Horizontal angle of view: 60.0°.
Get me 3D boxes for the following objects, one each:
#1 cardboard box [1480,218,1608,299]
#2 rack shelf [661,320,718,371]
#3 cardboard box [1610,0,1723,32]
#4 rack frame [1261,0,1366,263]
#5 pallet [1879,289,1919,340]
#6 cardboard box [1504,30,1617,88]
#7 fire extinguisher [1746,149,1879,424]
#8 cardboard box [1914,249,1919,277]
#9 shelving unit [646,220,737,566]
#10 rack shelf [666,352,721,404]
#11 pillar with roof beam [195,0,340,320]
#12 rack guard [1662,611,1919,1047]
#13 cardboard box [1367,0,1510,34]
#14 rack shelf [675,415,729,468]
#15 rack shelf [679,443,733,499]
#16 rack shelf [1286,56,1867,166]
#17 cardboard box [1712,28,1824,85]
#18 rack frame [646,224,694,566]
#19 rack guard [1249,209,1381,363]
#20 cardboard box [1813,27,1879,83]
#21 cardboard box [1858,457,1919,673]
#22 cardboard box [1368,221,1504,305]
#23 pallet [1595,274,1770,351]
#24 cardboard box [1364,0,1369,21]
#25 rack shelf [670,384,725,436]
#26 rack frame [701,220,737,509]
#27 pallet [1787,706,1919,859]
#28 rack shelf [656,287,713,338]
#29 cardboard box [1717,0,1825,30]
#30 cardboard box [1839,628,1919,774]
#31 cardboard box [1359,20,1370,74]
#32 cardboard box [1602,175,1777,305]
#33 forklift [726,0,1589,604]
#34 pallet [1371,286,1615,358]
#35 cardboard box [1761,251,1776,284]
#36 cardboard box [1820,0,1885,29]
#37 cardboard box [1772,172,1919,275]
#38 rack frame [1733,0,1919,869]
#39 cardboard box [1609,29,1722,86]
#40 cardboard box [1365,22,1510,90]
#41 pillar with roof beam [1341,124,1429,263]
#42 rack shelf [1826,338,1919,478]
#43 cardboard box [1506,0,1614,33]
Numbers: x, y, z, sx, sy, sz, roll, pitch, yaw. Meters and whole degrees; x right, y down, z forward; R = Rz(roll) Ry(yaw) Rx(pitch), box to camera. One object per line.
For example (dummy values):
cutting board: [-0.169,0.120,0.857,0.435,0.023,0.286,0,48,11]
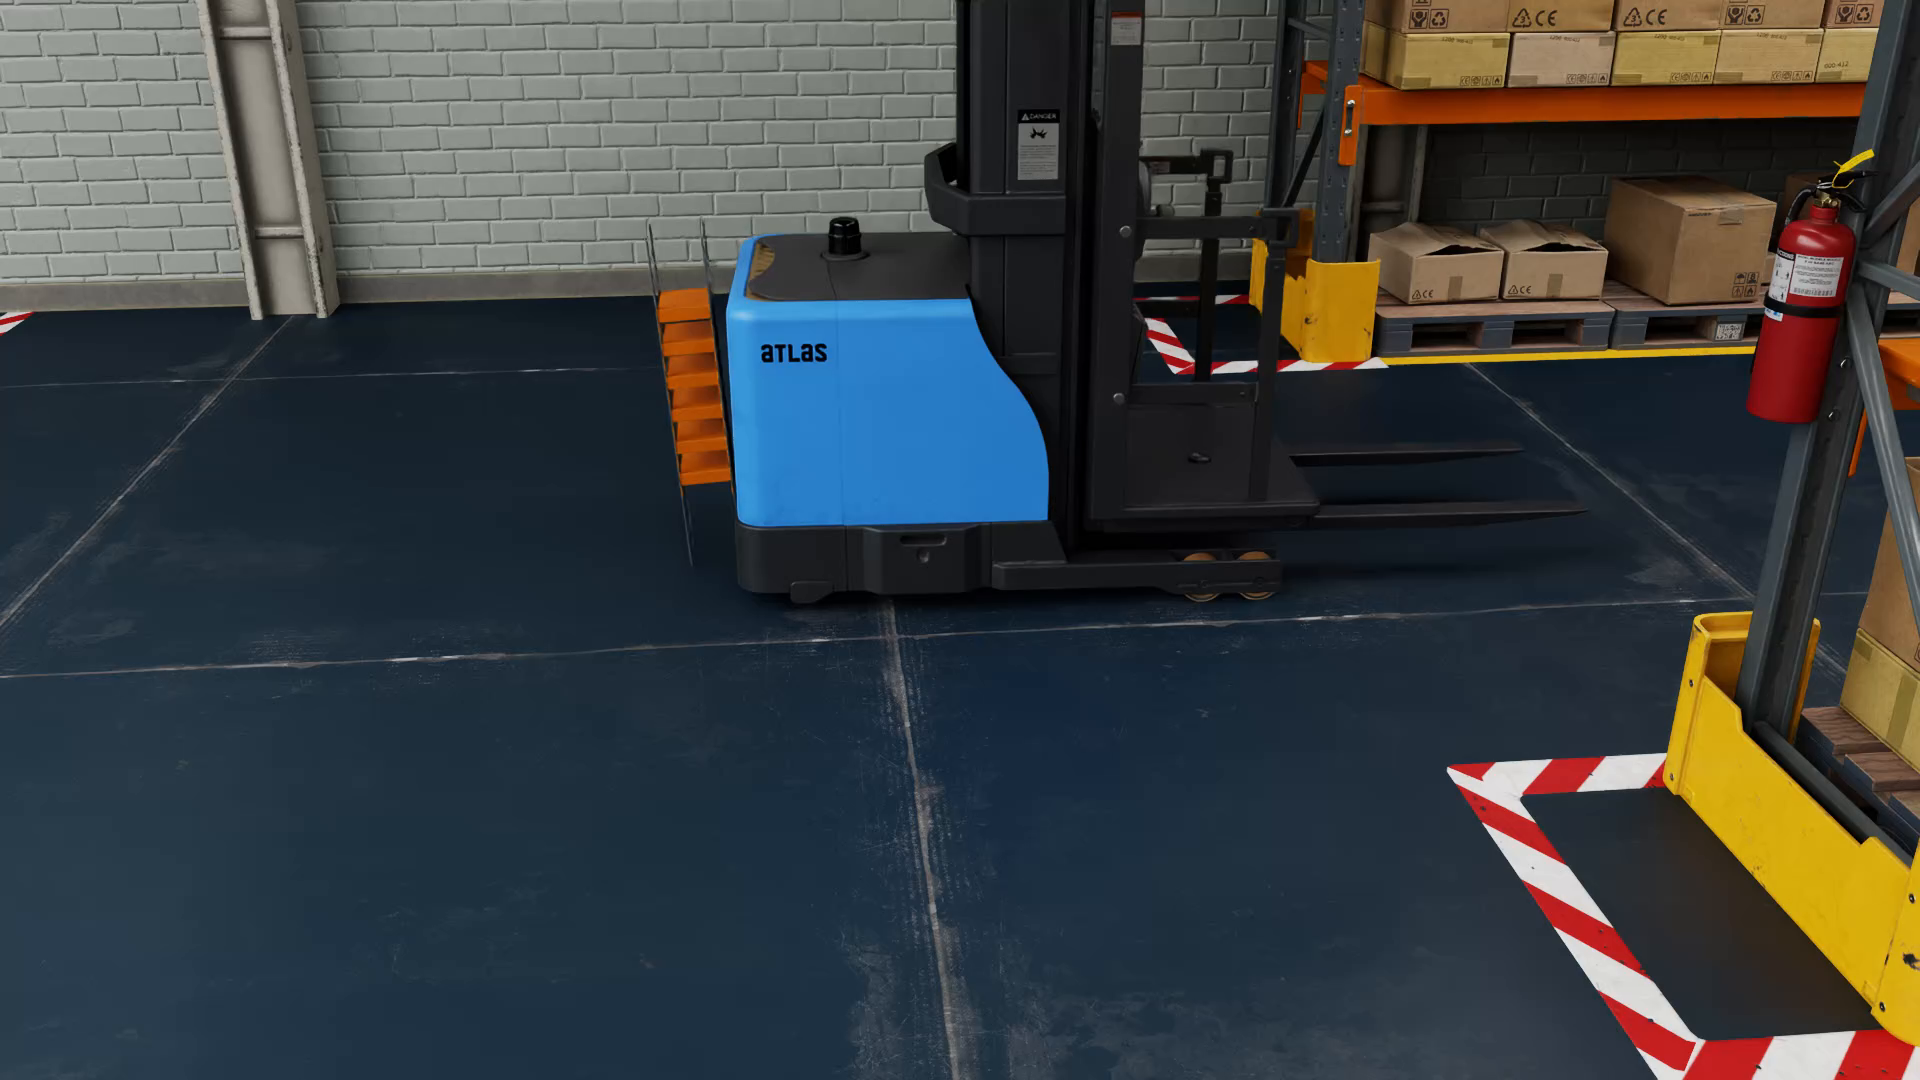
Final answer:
cardboard box: [3.013,-1.469,8.630,0.500,0.311,0.500,0,24,-1]
rack shelf: [-0.945,-0.687,5.826,0.180,0.103,0.258,-6,24,-5]
cardboard box: [3.260,-2.697,7.861,0.500,0.500,0.500,-3,24,-7]
rack frame: [1.748,-2.482,8.142,0.127,3.000,1.000,-2,24,-5]
pallet: [5.064,-1.327,8.975,1.213,0.211,1.003,-2,24,-5]
cardboard box: [2.780,-2.341,7.983,0.500,0.250,0.500,-3,24,-7]
fire extinguisher: [2.075,-0.628,4.065,0.183,0.674,0.296,-2,24,-5]
cardboard box: [5.199,-1.515,8.912,0.250,0.166,0.380,-5,25,-12]
shelving unit: [-0.934,-0.509,5.907,0.189,1.200,0.258,-6,24,-5]
rack shelf: [-0.938,-0.578,5.876,0.180,0.103,0.258,-6,24,-5]
pillar with roof beam: [-3.188,-3.622,3.319,0.400,9.000,9.100,-2,24,-5]
rack guard: [2.215,0.663,4.143,0.348,0.500,1.175,-2,24,-5]
cardboard box: [2.253,-2.663,7.785,0.500,0.500,0.500,-2,24,-5]
rack shelf: [-0.924,-0.360,5.974,0.180,0.103,0.258,-6,24,-5]
rack shelf: [-0.917,-0.251,6.024,0.180,0.103,0.258,-6,24,-5]
rack shelf: [3.738,-2.233,8.467,4.000,0.370,1.077,-2,24,-5]
cardboard box: [3.791,-2.378,8.067,0.500,0.250,0.500,-2,24,-5]
rack frame: [-1.024,-0.500,5.899,0.006,1.200,0.240,-6,24,-5]
rack guard: [1.824,-1.343,8.656,0.348,0.500,1.175,-2,24,-5]
cardboard box: [4.292,-2.398,8.113,0.500,0.250,0.500,-2,24,-5]
cardboard box: [2.743,0.100,4.277,0.500,0.500,0.500,-2,24,-5]
cardboard box: [2.445,-1.446,8.579,0.500,0.311,0.500,-5,24,-11]
pallet: [3.847,-1.277,8.862,1.213,0.211,1.003,-2,24,-5]
cardboard box: [2.196,-2.870,8.251,0.500,0.500,0.500,-3,24,-6]
rack shelf: [-0.931,-0.469,5.925,0.180,0.103,0.258,-6,24,-5]
rack frame: [-0.843,-0.519,5.914,0.006,1.200,0.240,-6,24,-5]
pallet: [2.996,0.747,4.310,1.213,0.211,1.003,-2,24,-5]
rack shelf: [-0.952,-0.796,5.777,0.180,0.103,0.258,-6,24,-5]
cardboard box: [3.773,-2.722,7.919,0.500,0.500,0.500,-2,24,-3]
cardboard box: [2.743,0.444,4.427,0.500,0.250,0.500,-2,24,-5]
cardboard box: [2.194,-2.520,8.386,0.500,0.250,0.500,-2,24,-4]
cardboard box: [3.748,-1.564,8.612,0.500,0.500,0.700,-4,24,-8]
forklift: [0.718,-1.339,5.654,3.031,2.935,1.130,-1,24,-3]
pallet: [2.636,-1.229,8.756,1.213,0.211,1.003,-2,24,-5]
cardboard box: [4.135,-1.485,8.865,0.250,0.149,0.380,-4,24,-9]
cardboard box: [4.290,-2.743,7.966,0.500,0.500,0.500,-3,24,-7]
cardboard box: [4.700,-1.643,8.790,0.500,0.500,0.500,-4,24,-9]
rack frame: [2.239,-0.480,3.637,0.127,3.000,1.000,-2,24,-5]
cardboard box: [3.288,-2.359,8.023,0.500,0.250,0.500,-3,24,-6]
cardboard box: [2.265,-2.314,7.923,0.500,0.250,0.500,-3,24,-7]
pillar with roof beam: [2.783,-3.861,3.858,0.400,9.000,9.100,-2,24,-5]
rack shelf: [4.229,-0.231,3.963,4.000,0.370,1.077,-2,24,-5]
cardboard box: [2.746,-2.679,7.821,0.500,0.500,0.500,-2,24,-5]
